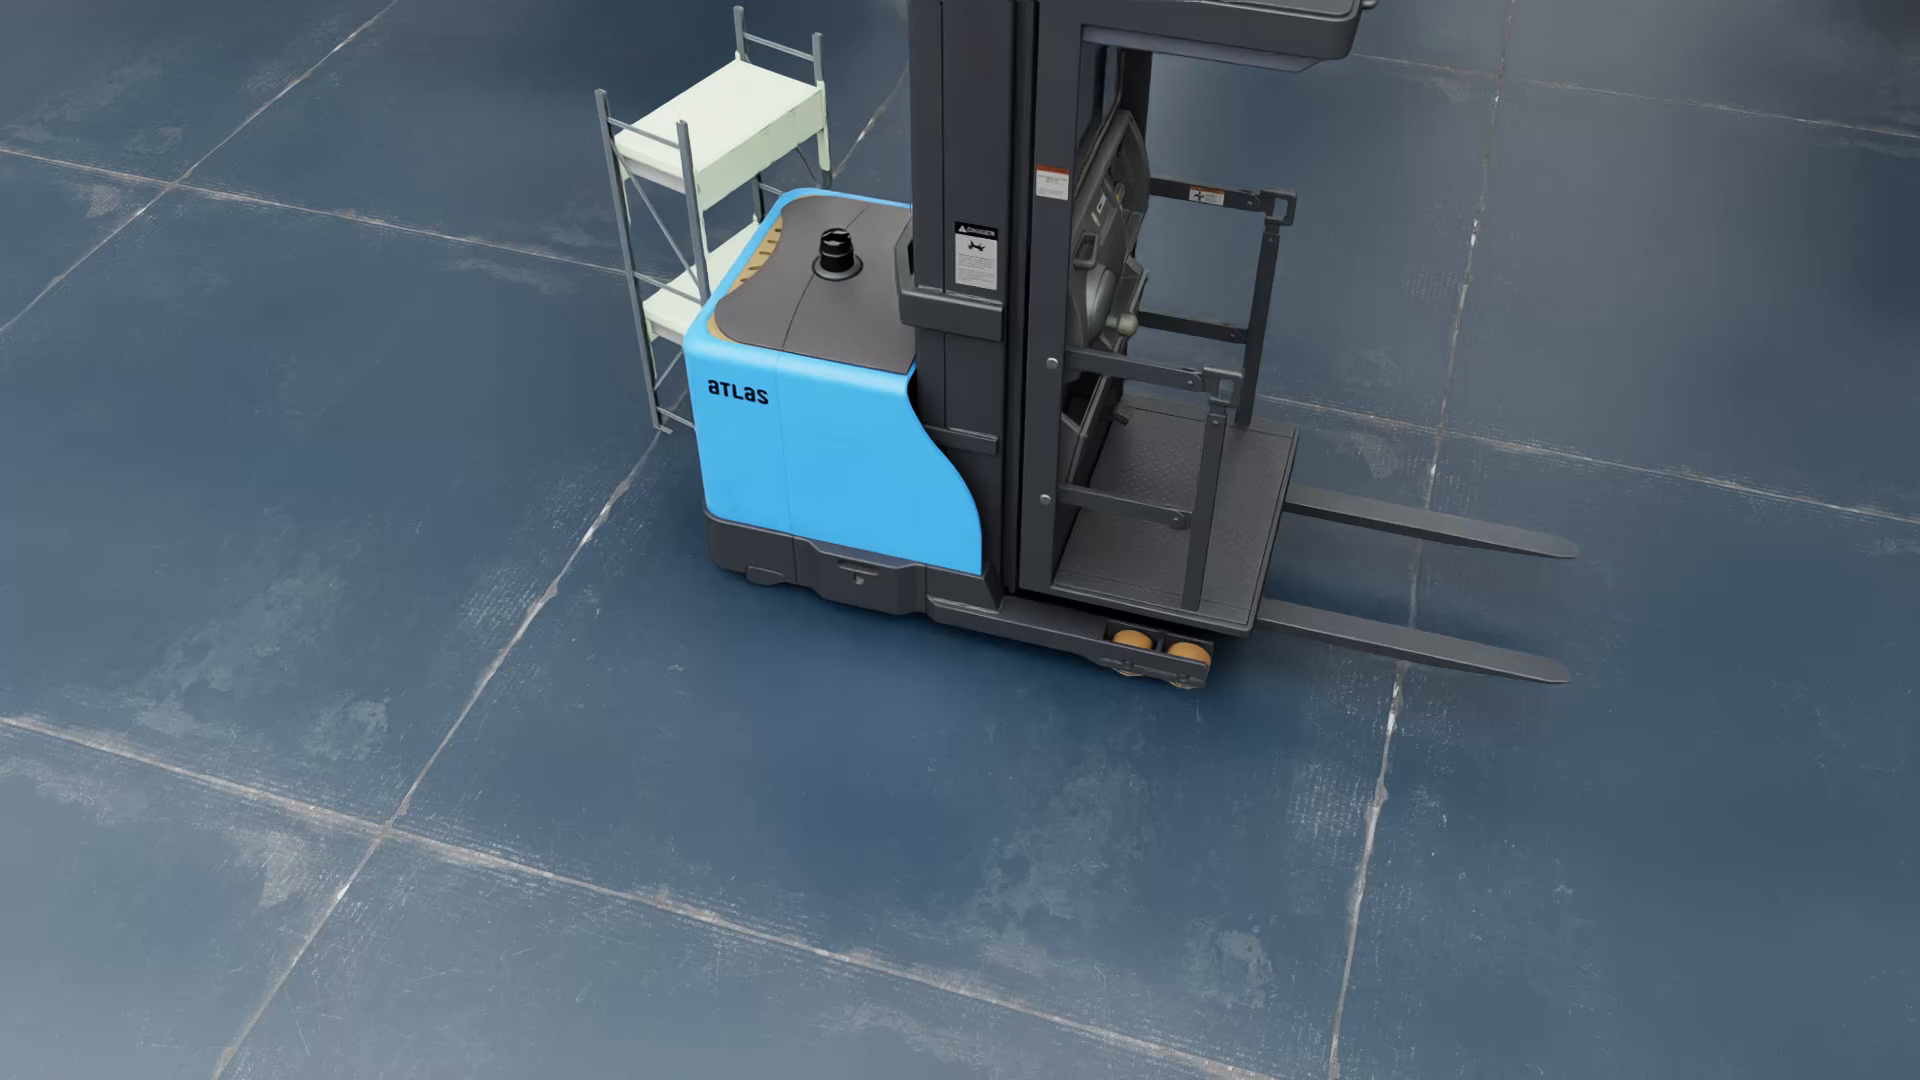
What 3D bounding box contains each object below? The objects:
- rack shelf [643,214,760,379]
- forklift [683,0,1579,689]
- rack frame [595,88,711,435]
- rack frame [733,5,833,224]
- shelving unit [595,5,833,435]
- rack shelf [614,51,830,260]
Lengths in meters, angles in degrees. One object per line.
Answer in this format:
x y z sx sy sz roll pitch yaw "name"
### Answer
-0.862 -0.899 6.560 0.431 0.370 0.720 25 50 24 "rack shelf"
0.653 -0.953 5.128 3.031 2.935 1.130 12 46 12 "forklift"
-1.071 -0.922 6.117 0.400 1.500 0.023 25 50 24 "rack frame"
-0.657 -1.344 6.549 0.400 1.500 0.023 25 50 24 "rack frame"
-0.864 -1.133 6.333 0.431 1.500 0.755 25 50 24 "shelving unit"
-0.866 -1.413 6.061 0.431 0.370 0.720 25 50 24 "rack shelf"
